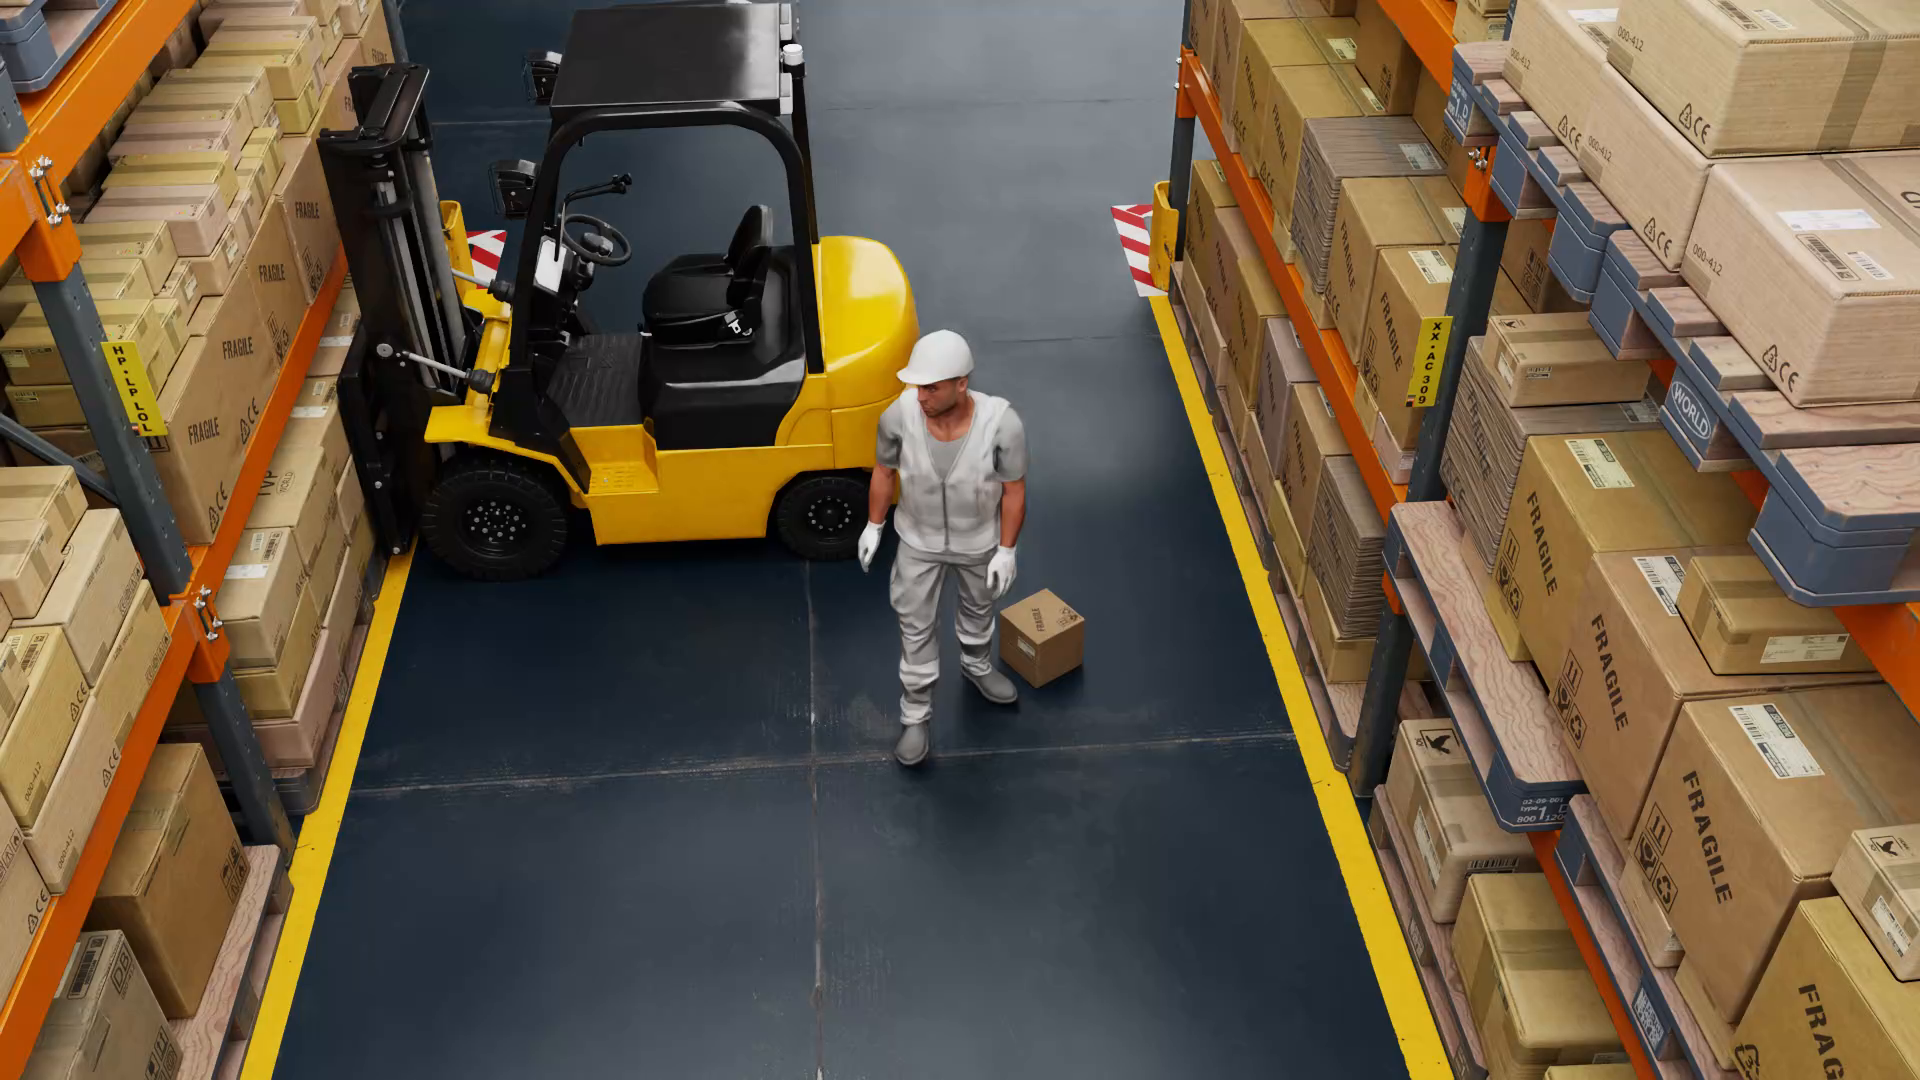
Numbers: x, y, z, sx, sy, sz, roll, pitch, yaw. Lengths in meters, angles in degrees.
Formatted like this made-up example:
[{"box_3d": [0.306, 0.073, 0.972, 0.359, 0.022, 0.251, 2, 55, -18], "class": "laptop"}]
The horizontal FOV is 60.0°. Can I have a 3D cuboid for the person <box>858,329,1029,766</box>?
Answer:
[{"box_3d": [-0.069, 0.019, 6.080, 0.625, 1.784, 0.626, 2, 39, 2], "class": "person"}]
